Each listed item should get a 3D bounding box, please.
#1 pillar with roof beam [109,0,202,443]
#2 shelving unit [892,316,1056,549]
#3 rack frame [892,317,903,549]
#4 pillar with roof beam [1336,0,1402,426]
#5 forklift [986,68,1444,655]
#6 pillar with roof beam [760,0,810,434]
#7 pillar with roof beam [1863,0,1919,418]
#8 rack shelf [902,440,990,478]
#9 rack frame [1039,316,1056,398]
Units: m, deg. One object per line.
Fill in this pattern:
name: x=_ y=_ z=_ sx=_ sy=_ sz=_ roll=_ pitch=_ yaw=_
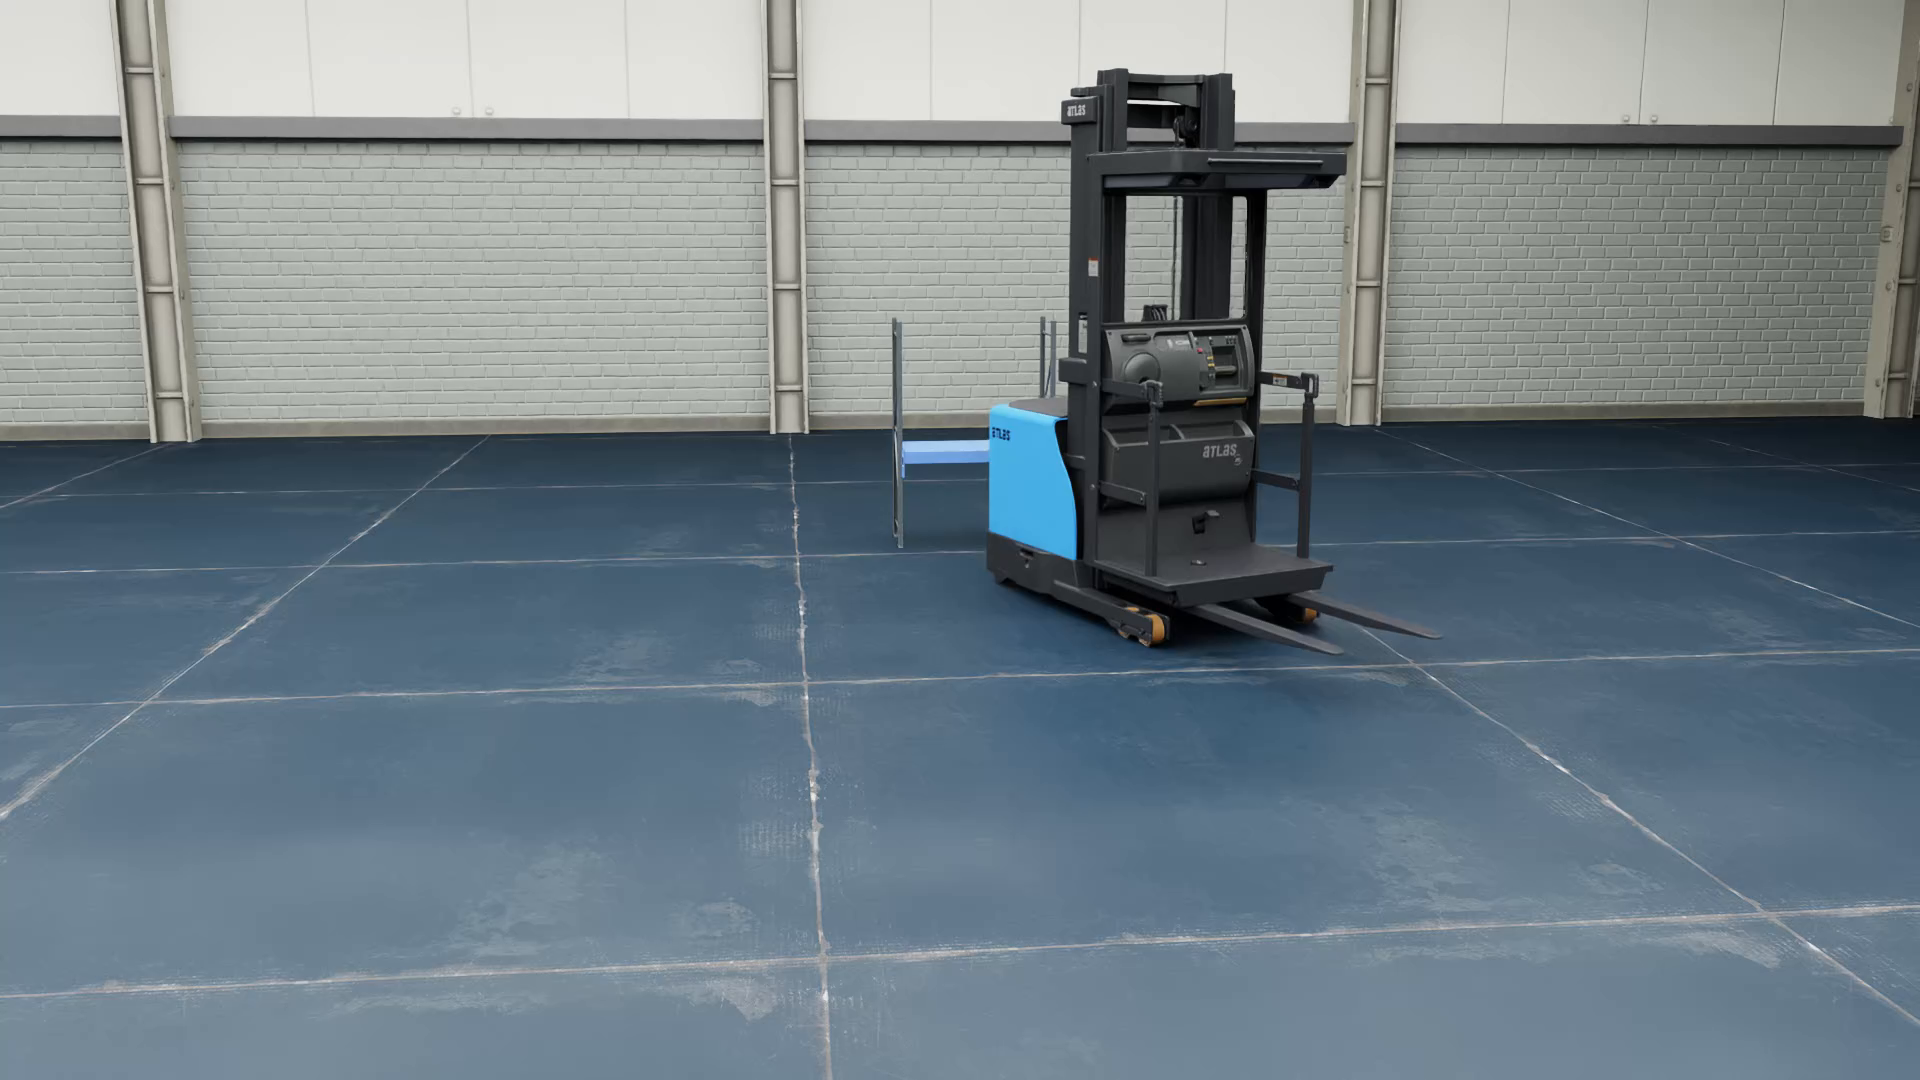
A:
pillar with roof beam: x=-7.241 y=-4.573 z=11.300 sx=0.400 sy=9.000 sz=9.100 roll=-1 pitch=11 yaw=-6
shelving unit: x=0.085 y=-0.738 z=11.232 sx=1.048 sy=1.500 sz=0.538 roll=-1 pitch=11 yaw=-6
rack frame: x=-0.421 y=-0.727 z=11.179 sx=0.032 sy=1.500 sz=0.500 roll=-1 pitch=11 yaw=-6
pillar with roof beam: x=4.689 y=-4.823 z=12.572 sx=0.400 sy=9.000 sz=9.100 roll=-1 pitch=11 yaw=-6
forklift: x=1.295 y=-0.989 z=8.801 sx=1.130 sy=2.935 sz=3.031 roll=-6 pitch=13 yaw=-27
pillar with roof beam: x=-1.276 y=-4.698 z=11.936 sx=0.400 sy=9.000 sz=9.100 roll=-1 pitch=11 yaw=-6
pillar with roof beam: x=10.654 y=-4.948 z=13.208 sx=0.400 sy=9.000 sz=9.100 roll=-1 pitch=11 yaw=-6
rack shelf: x=0.085 y=-0.561 z=11.267 sx=1.000 sy=0.185 sz=0.538 roll=-1 pitch=11 yaw=-6
rack frame: x=0.590 y=-0.748 z=11.286 sx=0.032 sy=1.500 sz=0.500 roll=-1 pitch=11 yaw=-6
